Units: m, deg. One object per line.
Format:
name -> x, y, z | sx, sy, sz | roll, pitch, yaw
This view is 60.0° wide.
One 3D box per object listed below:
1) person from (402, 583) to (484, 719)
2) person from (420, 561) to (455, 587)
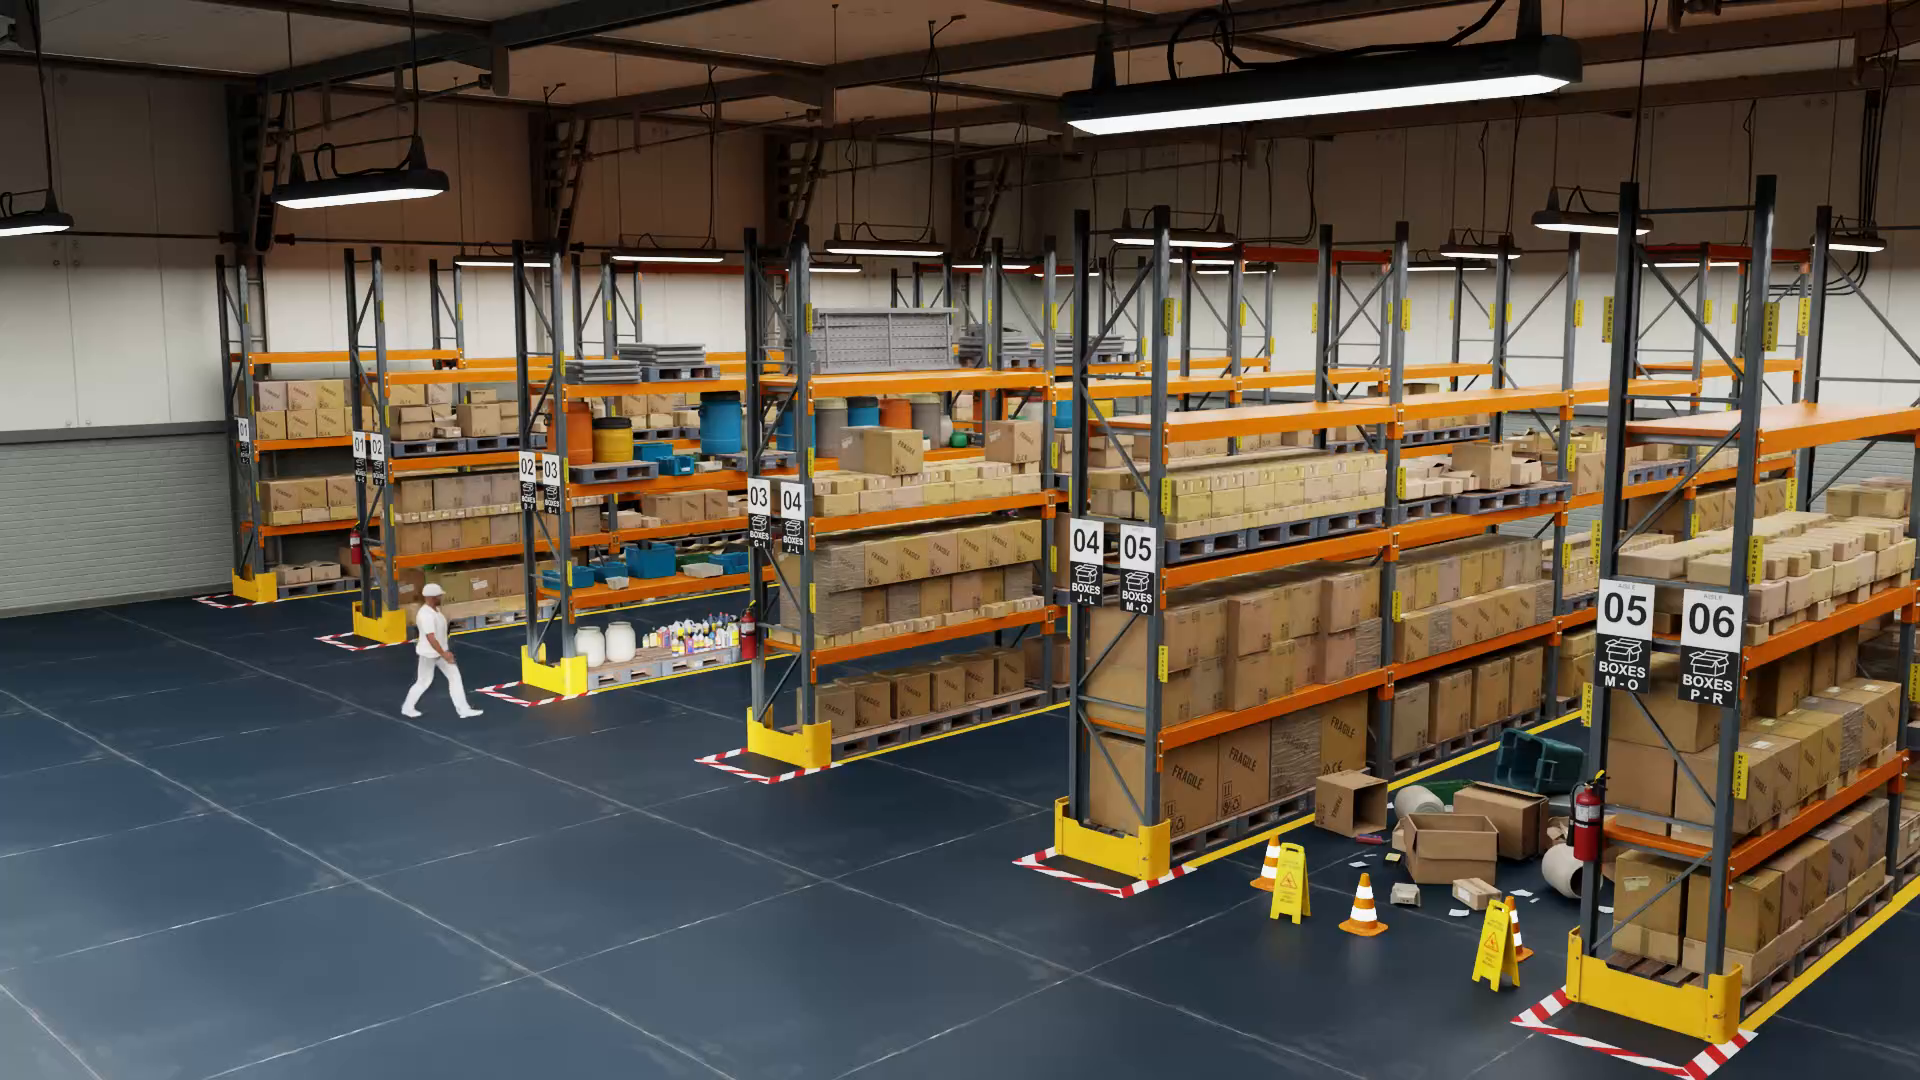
person -> -6.502, 1.396, 20.669 | 1.042, 1.713, 0.528 | 3, 9, 19
person -> -8.909, 0.323, 28.310 | 0.602, 1.853, 0.433 | -4, 9, -26
